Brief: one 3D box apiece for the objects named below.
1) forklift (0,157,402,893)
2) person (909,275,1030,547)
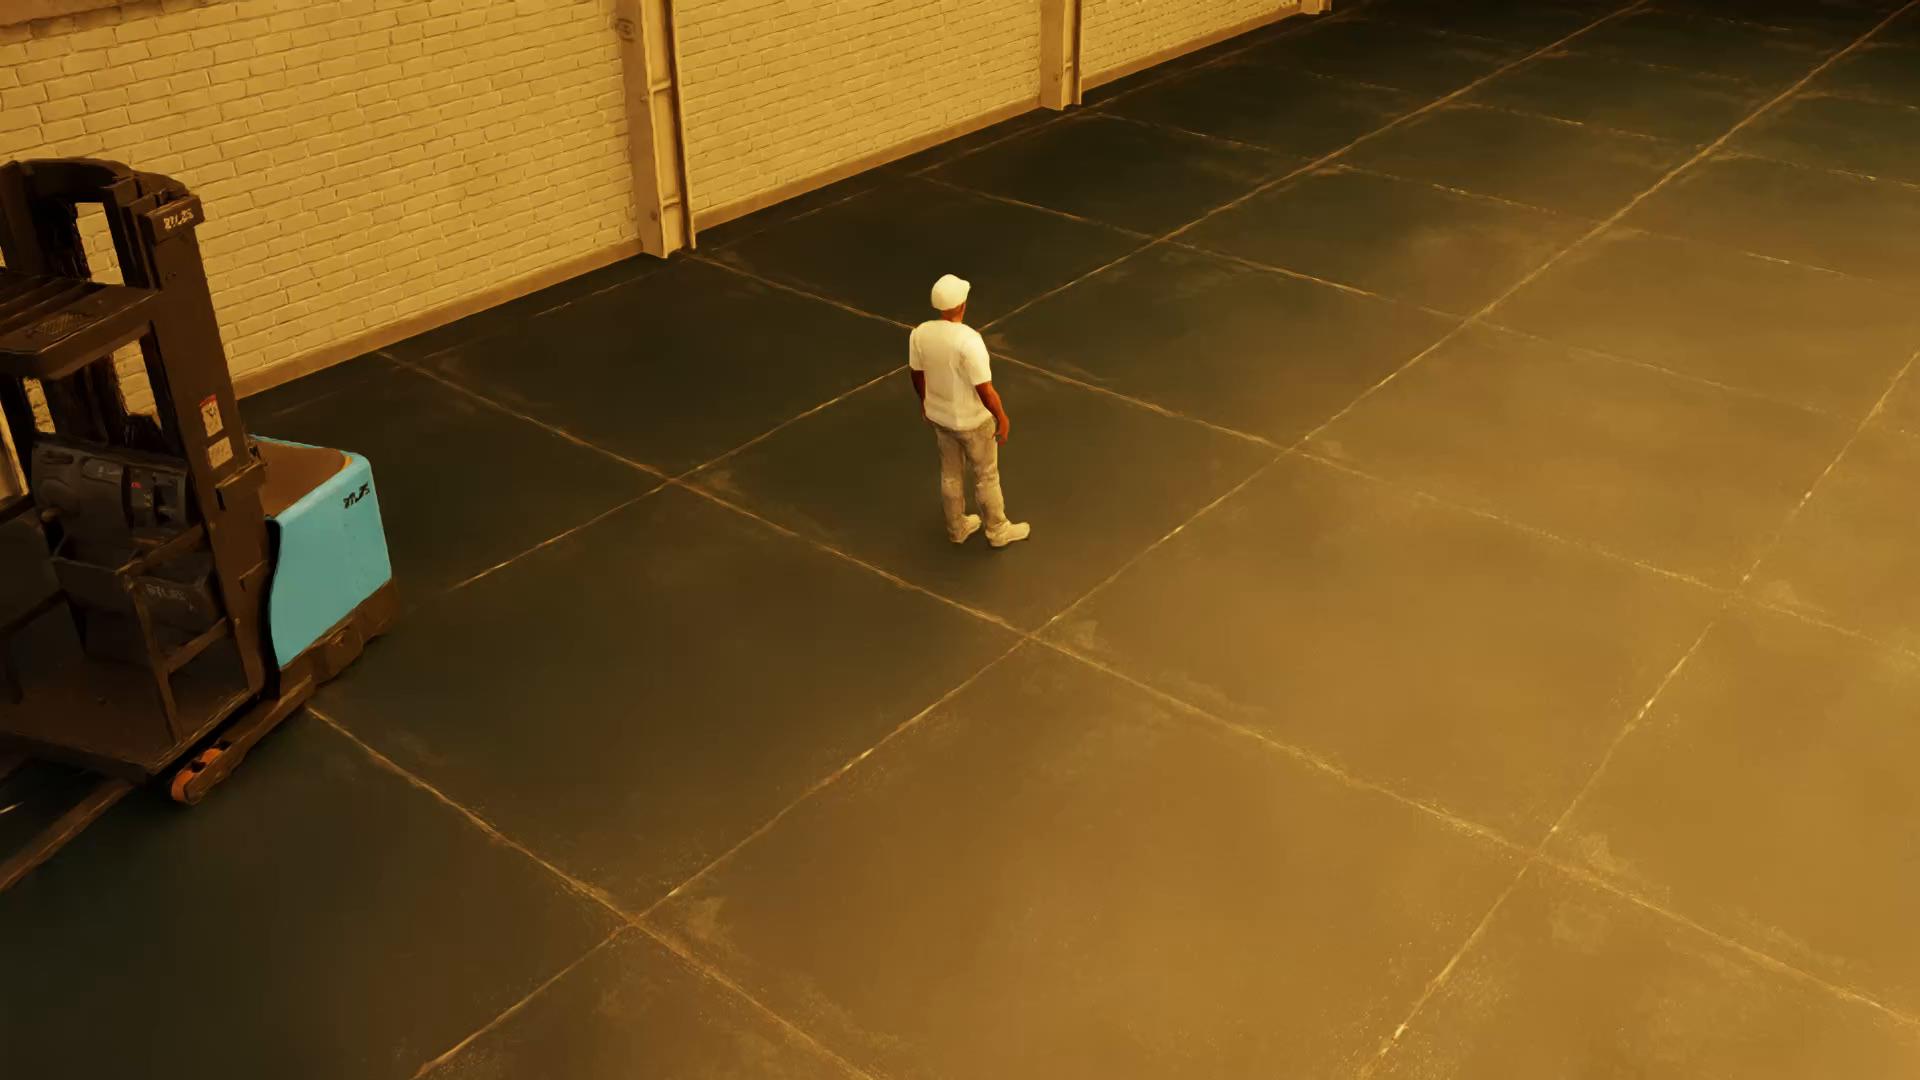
[{"bbox_3d":[-4.200,-0.186,7.912,1.130,2.935,3.031,10,32,16],"label":"forklift"},{"bbox_3d":[0.048,-0.794,10.095,0.665,1.766,0.576,22,37,33],"label":"person"}]
